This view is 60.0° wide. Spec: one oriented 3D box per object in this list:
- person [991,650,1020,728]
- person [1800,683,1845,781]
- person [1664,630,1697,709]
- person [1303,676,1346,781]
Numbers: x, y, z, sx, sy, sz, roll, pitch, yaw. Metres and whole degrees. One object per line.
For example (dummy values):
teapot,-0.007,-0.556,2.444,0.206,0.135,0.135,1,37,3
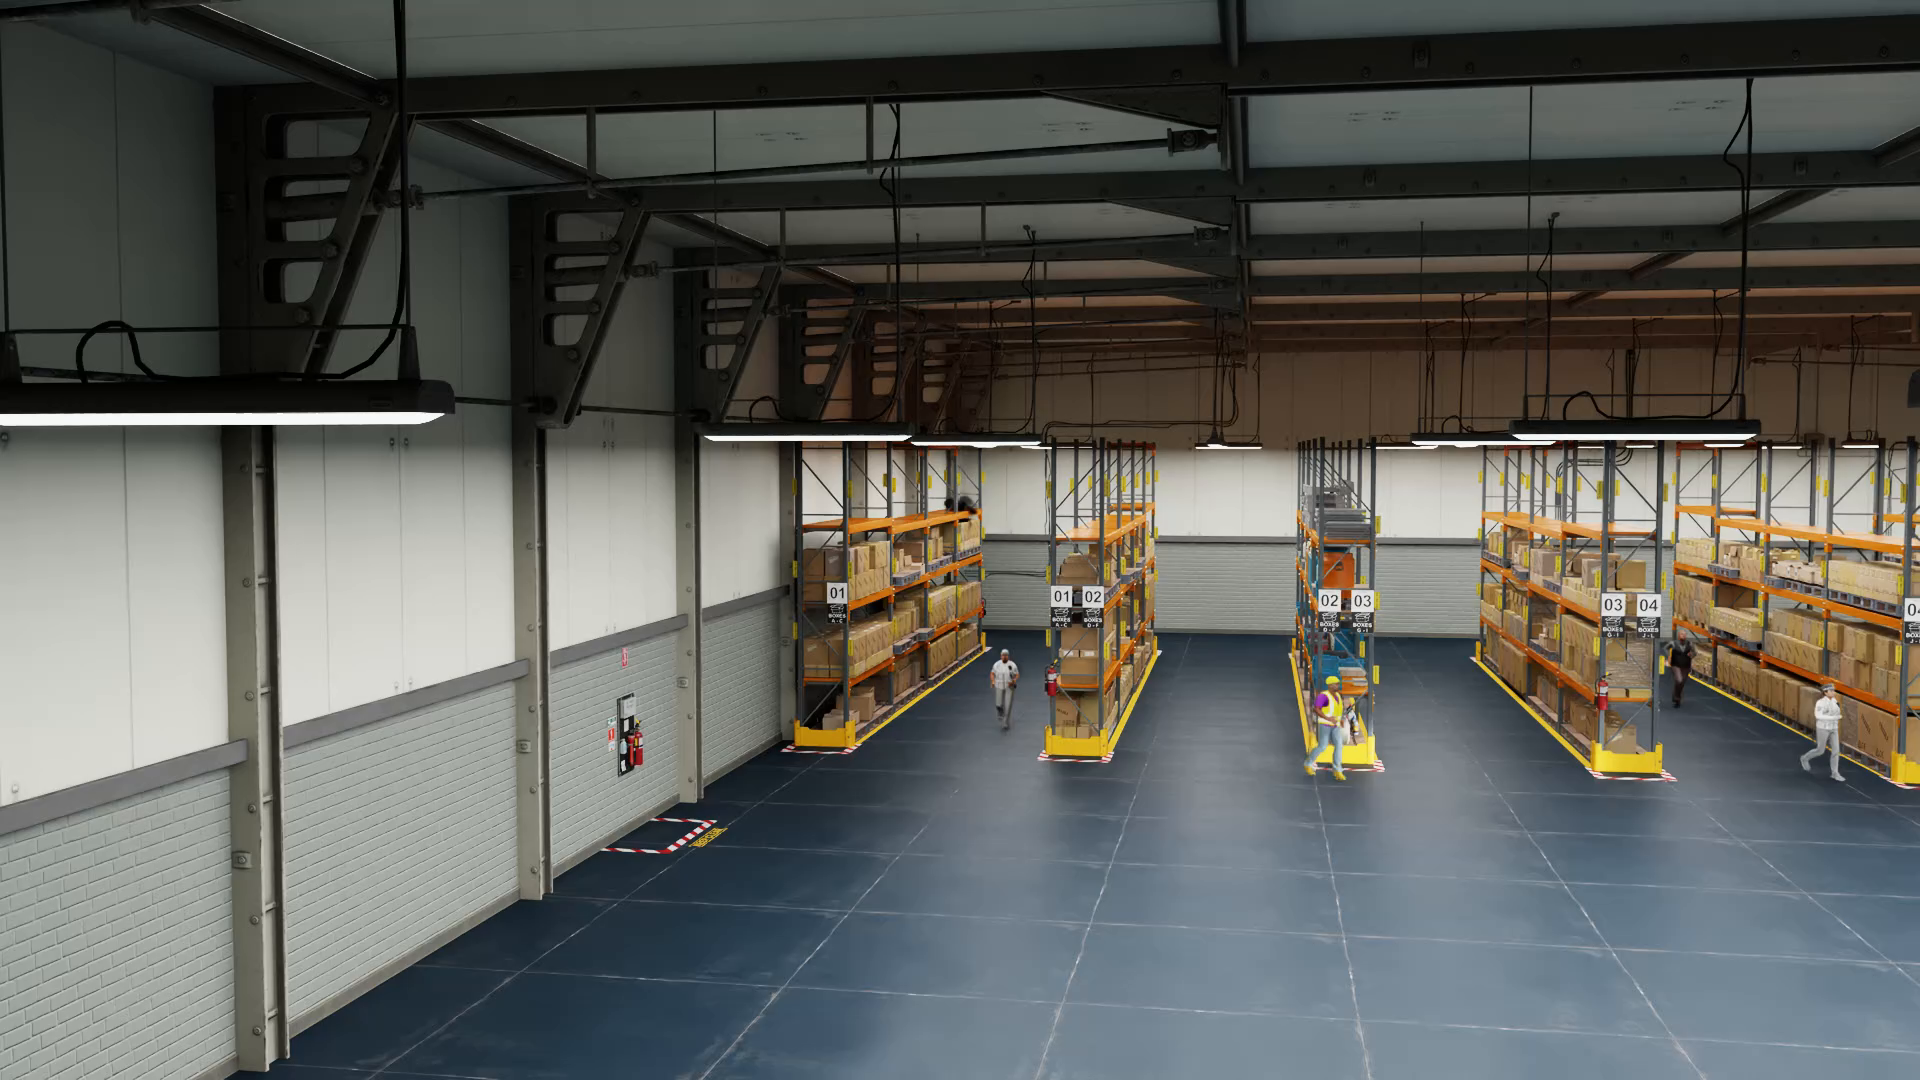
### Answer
person,0.928,3.095,34.627,0.619,1.636,0.547,0,3,7
person,15.166,3.323,29.145,0.617,1.683,0.883,-1,3,-20
person,16.202,2.900,37.400,0.634,1.769,0.816,0,3,2
person,6.550,3.284,29.268,0.761,1.762,0.857,-2,4,-37
